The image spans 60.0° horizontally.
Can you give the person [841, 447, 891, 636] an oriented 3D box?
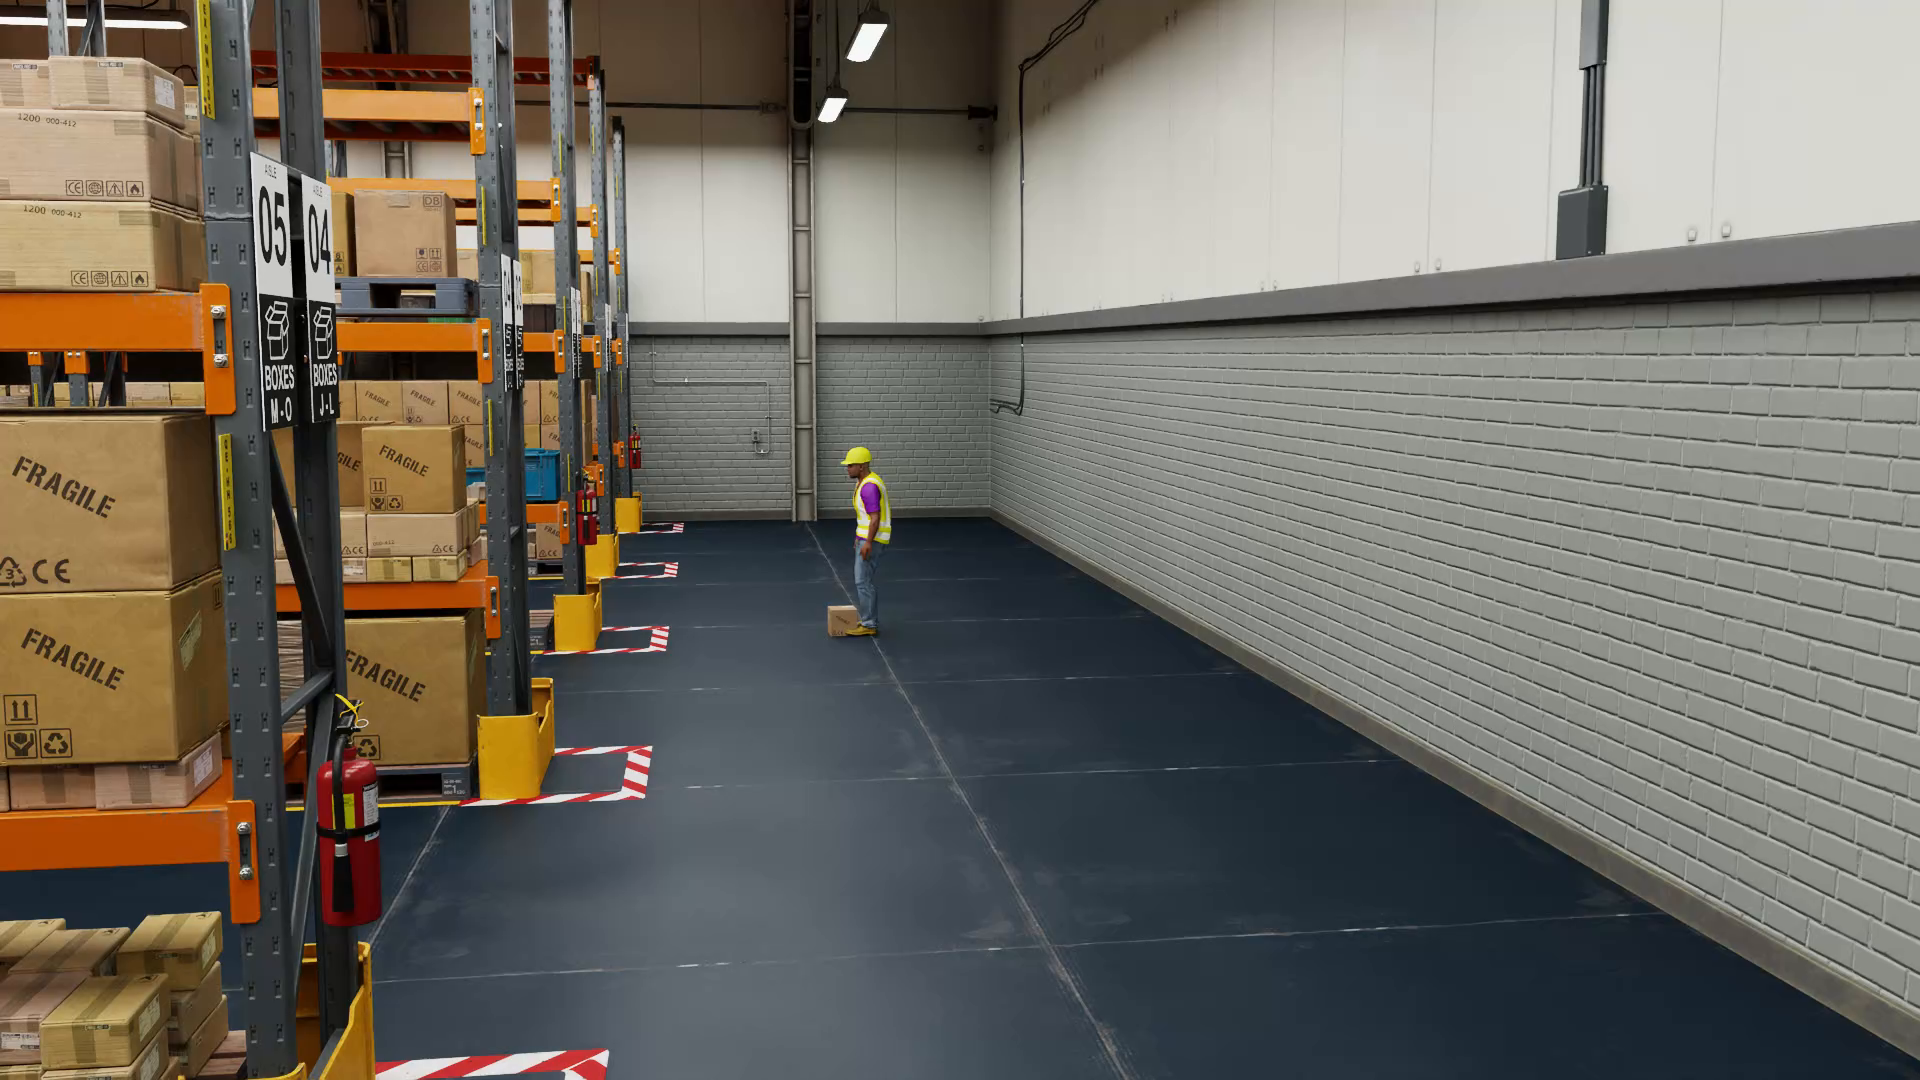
[{"bbox_3d":[-0.881,0.007,15.592,0.461,1.756,0.621,-1,7,-9],"label":"person"}]
